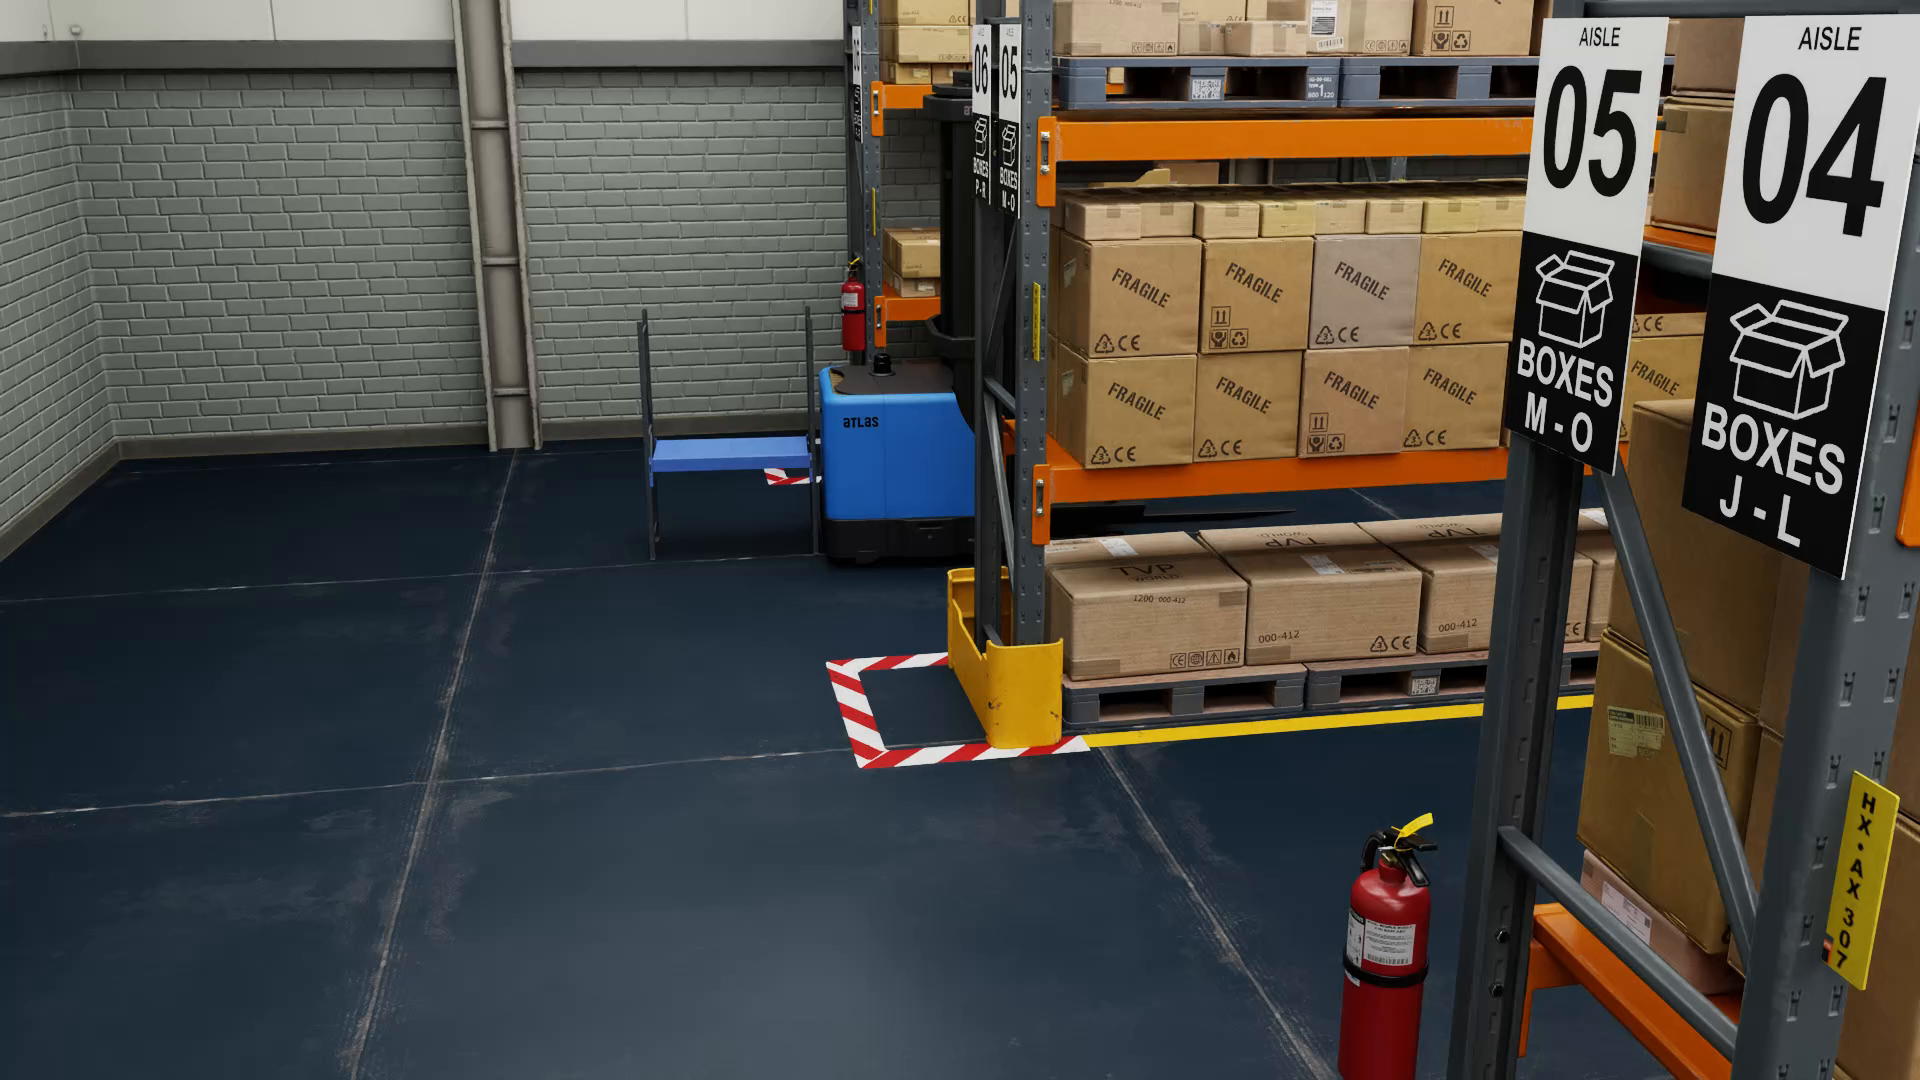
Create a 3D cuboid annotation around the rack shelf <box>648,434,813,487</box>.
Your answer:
[{"bbox_3d":[-1.444,-0.507,10.520,1.000,0.185,0.538,-2,17,-6],"label":"rack shelf"}]

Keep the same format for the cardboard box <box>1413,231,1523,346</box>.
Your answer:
[{"bbox_3d":[2.253,-1.205,7.752,0.500,0.500,0.500,-3,17,-10],"label":"cardboard box"}]

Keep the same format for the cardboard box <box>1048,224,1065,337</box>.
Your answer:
[{"bbox_3d":[0.656,-1.266,7.951,0.500,0.500,0.500,-3,17,-9],"label":"cardboard box"}]

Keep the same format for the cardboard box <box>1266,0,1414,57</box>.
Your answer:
[{"bbox_3d":[1.707,-2.353,7.522,0.500,0.311,0.500,-3,17,-9],"label":"cardboard box"}]

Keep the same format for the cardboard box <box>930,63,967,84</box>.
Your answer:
[{"bbox_3d":[-0.108,-3.362,11.967,0.250,0.149,0.380,-3,17,-9],"label":"cardboard box"}]

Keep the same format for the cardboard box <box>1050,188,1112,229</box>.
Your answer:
[{"bbox_3d":[0.543,-1.558,7.798,0.250,0.149,0.380,-3,17,-10],"label":"cardboard box"}]

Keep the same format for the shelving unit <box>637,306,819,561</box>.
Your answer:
[{"bbox_3d":[-1.444,-0.679,10.467,1.048,1.500,0.538,-2,17,-6],"label":"shelving unit"}]

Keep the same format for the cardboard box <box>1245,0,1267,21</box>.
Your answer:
[{"bbox_3d":[2.264,-3.913,12.231,0.500,0.250,0.500,-4,17,-11],"label":"cardboard box"}]

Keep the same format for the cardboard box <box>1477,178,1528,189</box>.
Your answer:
[{"bbox_3d":[2.783,-1.712,8.300,0.250,0.149,0.380,-4,17,-12],"label":"cardboard box"}]

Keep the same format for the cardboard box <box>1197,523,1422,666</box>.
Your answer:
[{"bbox_3d":[1.754,0.261,8.503,0.875,0.438,0.875,-3,17,-9],"label":"cardboard box"}]

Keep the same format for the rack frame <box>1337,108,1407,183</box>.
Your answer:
[{"bbox_3d":[3.210,-2.298,13.185,0.127,3.000,1.000,-3,17,-10],"label":"rack frame"}]

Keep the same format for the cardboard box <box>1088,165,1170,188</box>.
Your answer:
[{"bbox_3d":[1.252,-2.535,12.429,0.500,0.500,0.500,-3,17,-9],"label":"cardboard box"}]

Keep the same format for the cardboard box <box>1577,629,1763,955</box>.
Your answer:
[{"bbox_3d":[1.659,0.488,3.438,0.500,0.500,0.500,-3,17,-9],"label":"cardboard box"}]

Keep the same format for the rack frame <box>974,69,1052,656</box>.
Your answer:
[{"bbox_3d":[0.228,-0.644,7.801,0.127,3.000,1.000,-3,17,-10],"label":"rack frame"}]

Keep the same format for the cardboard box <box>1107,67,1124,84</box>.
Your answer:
[{"bbox_3d":[1.164,-3.397,12.082,0.250,0.149,0.380,-3,17,-10],"label":"cardboard box"}]

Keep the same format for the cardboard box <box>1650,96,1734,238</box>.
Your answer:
[{"bbox_3d":[1.663,-0.687,3.086,0.500,0.250,0.500,-4,17,-12],"label":"cardboard box"}]

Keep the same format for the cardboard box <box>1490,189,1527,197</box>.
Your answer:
[{"bbox_3d":[2.646,-1.541,7.743,0.250,0.149,0.380,-4,17,-12],"label":"cardboard box"}]

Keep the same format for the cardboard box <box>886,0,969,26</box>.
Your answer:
[{"bbox_3d":[-0.234,-3.771,11.769,0.500,0.250,0.500,-3,17,-11],"label":"cardboard box"}]

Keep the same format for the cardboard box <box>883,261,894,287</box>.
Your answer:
[{"bbox_3d":[-0.443,-2.051,12.808,0.250,0.149,0.380,-3,17,-11],"label":"cardboard box"}]

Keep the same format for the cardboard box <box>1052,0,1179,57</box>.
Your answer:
[{"bbox_3d":[0.653,-2.306,7.473,0.500,0.250,0.500,-5,18,-16],"label":"cardboard box"}]

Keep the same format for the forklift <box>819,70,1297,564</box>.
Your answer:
[{"bbox_3d":[0.622,-1.423,10.451,3.031,2.935,1.130,-2,17,-6],"label":"forklift"}]

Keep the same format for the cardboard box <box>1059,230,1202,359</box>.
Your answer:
[{"bbox_3d":[0.753,-1.115,7.459,0.500,0.500,0.500,-4,17,-12],"label":"cardboard box"}]

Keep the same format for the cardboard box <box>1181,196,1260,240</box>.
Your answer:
[{"bbox_3d":[1.150,-1.437,7.403,0.250,0.149,0.380,-3,17,-9],"label":"cardboard box"}]

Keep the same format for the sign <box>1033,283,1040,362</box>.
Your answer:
[{"bbox_3d":[0.328,-0.936,7.140,0.005,0.325,0.100,-3,17,-10],"label":"sign"}]

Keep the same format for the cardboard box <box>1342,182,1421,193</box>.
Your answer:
[{"bbox_3d":[2.046,-1.654,8.110,0.250,0.149,0.380,-3,17,-9],"label":"cardboard box"}]

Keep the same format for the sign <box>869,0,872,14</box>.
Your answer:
[{"bbox_3d":[-0.614,-3.770,11.381,0.005,0.325,0.100,-3,17,-10],"label":"sign"}]

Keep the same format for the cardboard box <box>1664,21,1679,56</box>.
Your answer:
[{"bbox_3d":[3.330,-2.287,7.583,0.250,0.149,0.380,-3,17,-9],"label":"cardboard box"}]

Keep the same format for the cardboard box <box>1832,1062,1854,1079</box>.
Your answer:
[{"bbox_3d":[1.647,0.973,2.962,0.250,0.149,0.380,-3,17,-11],"label":"cardboard box"}]

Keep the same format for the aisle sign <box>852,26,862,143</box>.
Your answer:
[{"bbox_3d":[-0.728,-3.229,11.790,0.004,0.787,0.394,-3,17,-10],"label":"aisle sign"}]

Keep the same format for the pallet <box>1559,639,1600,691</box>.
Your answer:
[{"bbox_3d":[3.394,0.486,8.872,1.213,0.211,1.003,-3,17,-10],"label":"pallet"}]

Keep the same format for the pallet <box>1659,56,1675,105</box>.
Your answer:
[{"bbox_3d":[3.350,-2.216,7.961,1.213,0.211,1.003,-3,17,-10],"label":"pallet"}]

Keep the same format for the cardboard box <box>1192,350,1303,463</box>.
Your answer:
[{"bbox_3d":[1.245,-0.672,7.722,0.500,0.500,0.500,-3,17,-11],"label":"cardboard box"}]

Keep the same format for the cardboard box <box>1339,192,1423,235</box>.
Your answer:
[{"bbox_3d":[1.906,-1.488,7.570,0.250,0.149,0.380,-3,17,-10],"label":"cardboard box"}]

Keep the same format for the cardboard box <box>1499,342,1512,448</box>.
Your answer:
[{"bbox_3d":[2.754,-0.753,7.984,0.500,0.500,0.500,-4,17,-11],"label":"cardboard box"}]

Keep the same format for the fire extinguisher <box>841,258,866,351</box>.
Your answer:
[{"bbox_3d":[-0.774,-1.719,12.065,0.183,0.674,0.296,-3,17,-10],"label":"fire extinguisher"}]

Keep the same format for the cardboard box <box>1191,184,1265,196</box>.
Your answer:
[{"bbox_3d":[1.280,-1.620,7.999,0.250,0.149,0.380,-3,17,-9],"label":"cardboard box"}]

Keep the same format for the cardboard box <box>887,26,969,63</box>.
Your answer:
[{"bbox_3d":[-0.230,-3.525,11.821,0.500,0.250,0.500,-3,17,-11],"label":"cardboard box"}]

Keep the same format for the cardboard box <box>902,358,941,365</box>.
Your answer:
[{"bbox_3d":[-0.099,-1.089,12.786,0.637,0.503,0.797,-4,18,-13],"label":"cardboard box"}]

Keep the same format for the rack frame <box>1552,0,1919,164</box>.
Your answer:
[{"bbox_3d":[1.266,-2.091,2.293,0.127,3.000,1.000,-3,17,-10],"label":"rack frame"}]

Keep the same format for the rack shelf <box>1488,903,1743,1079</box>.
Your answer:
[{"bbox_3d":[3.230,1.009,3.642,4.000,0.370,1.077,-3,17,-10],"label":"rack shelf"}]

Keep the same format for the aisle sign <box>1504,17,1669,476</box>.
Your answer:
[{"bbox_3d":[1.138,-0.548,3.060,0.004,0.787,0.394,-3,17,-10],"label":"aisle sign"}]
